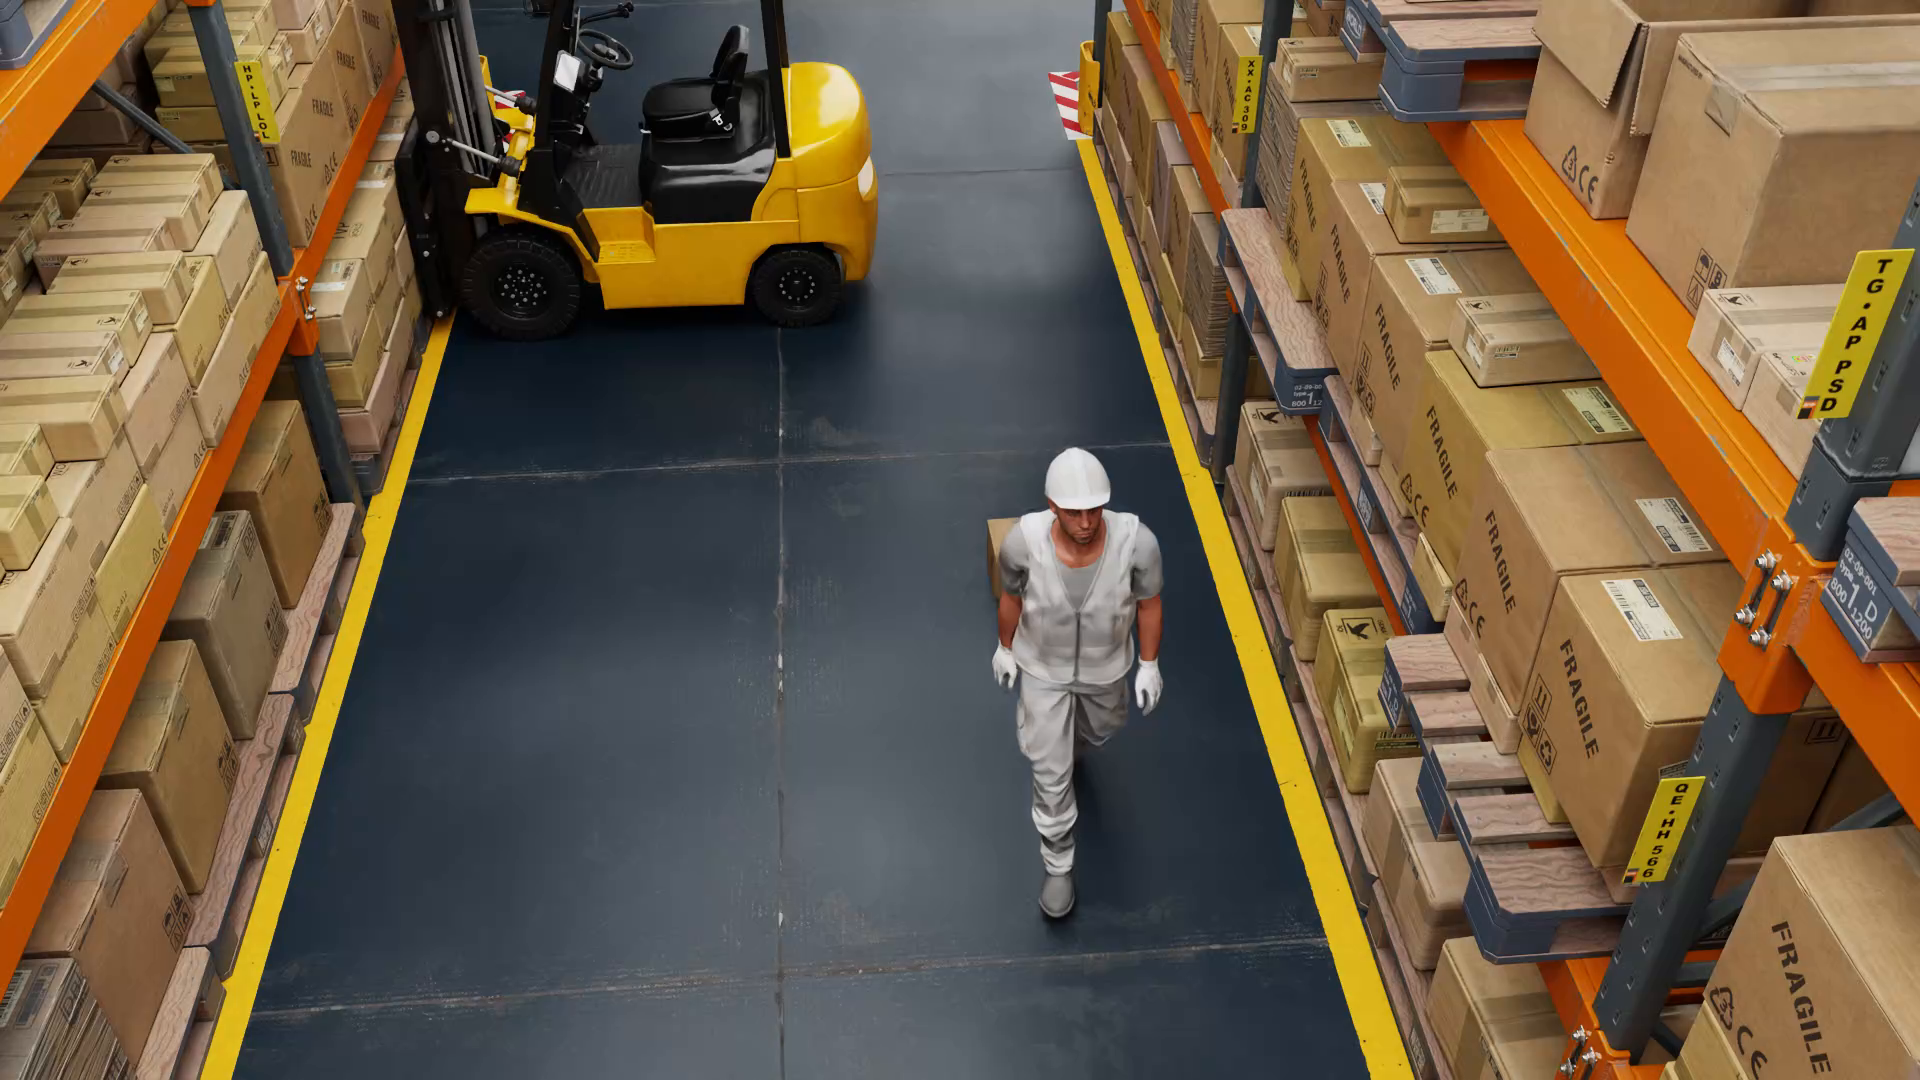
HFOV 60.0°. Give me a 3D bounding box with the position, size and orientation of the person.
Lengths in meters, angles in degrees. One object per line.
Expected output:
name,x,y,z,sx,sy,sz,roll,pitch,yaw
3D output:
person,10.489,-10.225,18.878,22.066,1.772,33.645,-2,39,-2
